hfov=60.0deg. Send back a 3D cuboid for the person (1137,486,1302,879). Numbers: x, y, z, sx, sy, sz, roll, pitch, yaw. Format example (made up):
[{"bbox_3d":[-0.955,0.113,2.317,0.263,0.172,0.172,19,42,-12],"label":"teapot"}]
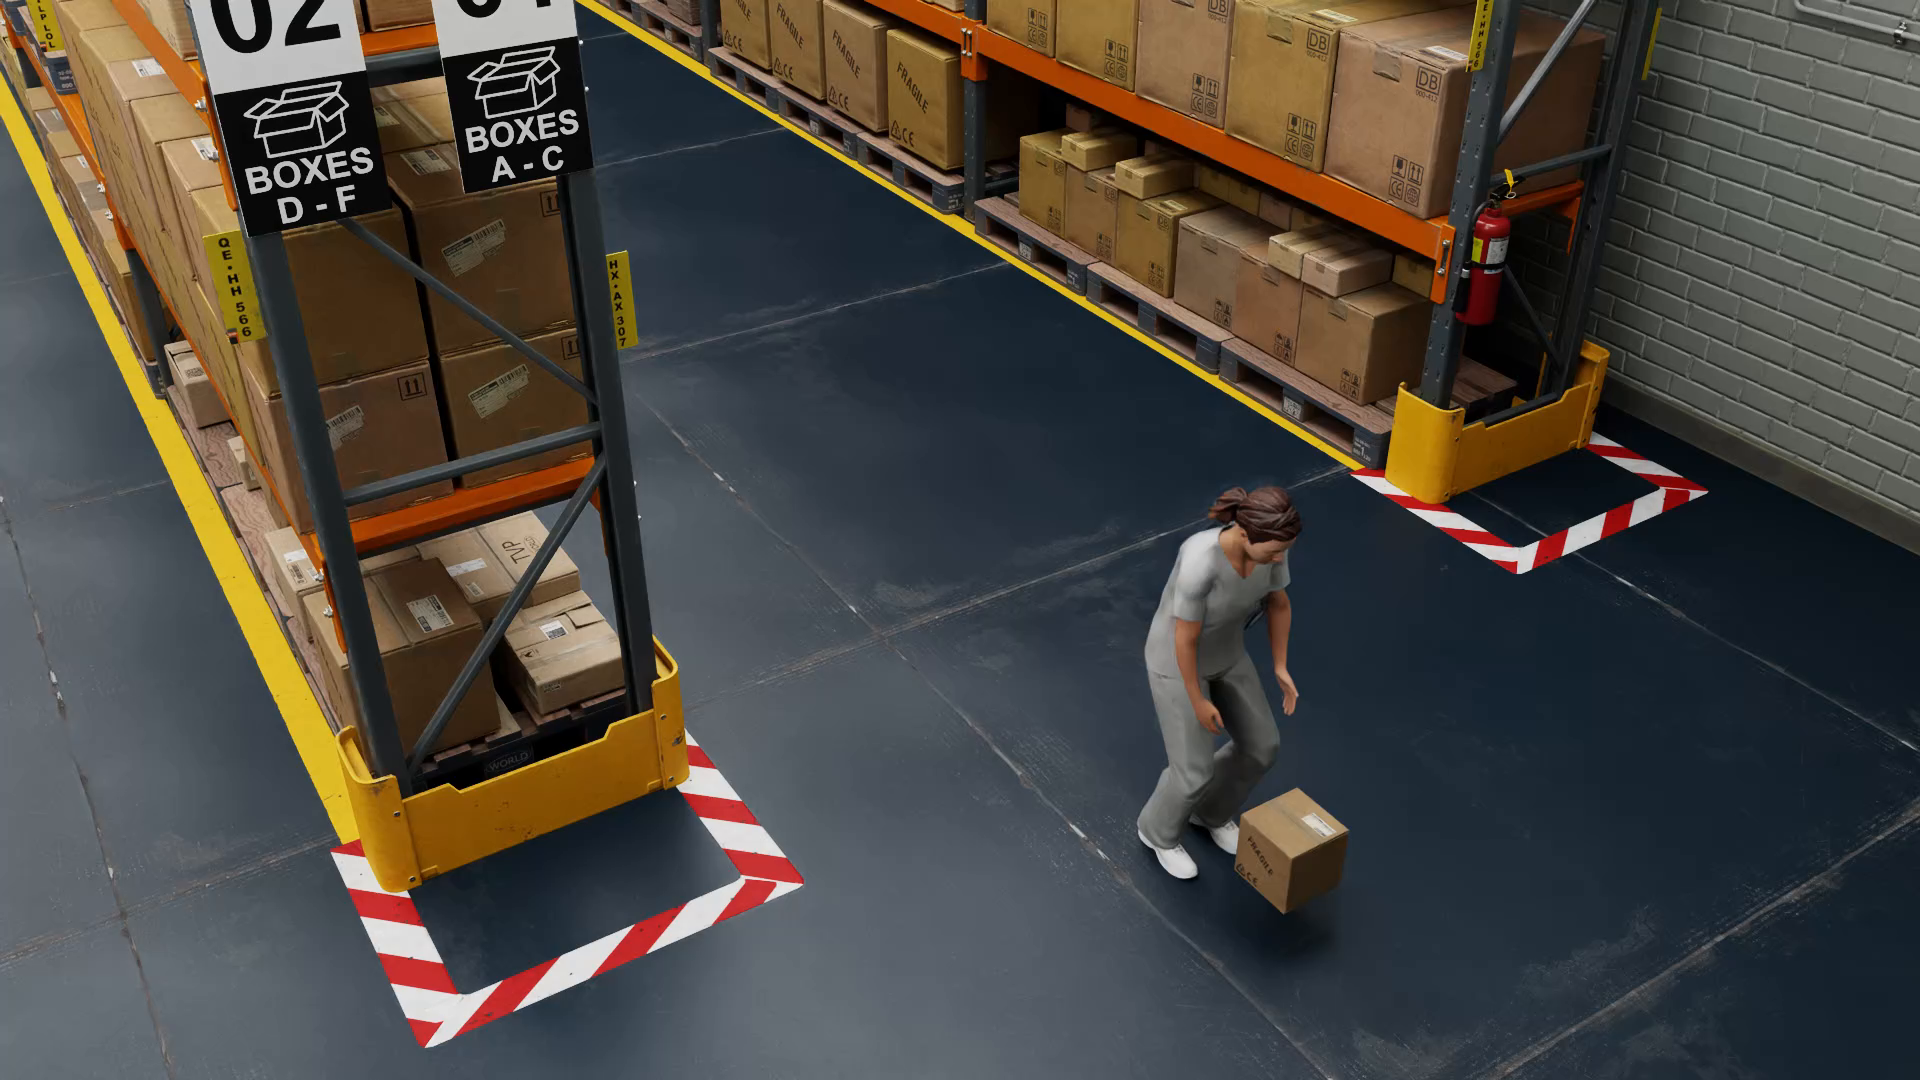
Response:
[{"bbox_3d":[0.877,0.441,5.572,0.478,1.556,0.489,-18,37,-26],"label":"person"}]
